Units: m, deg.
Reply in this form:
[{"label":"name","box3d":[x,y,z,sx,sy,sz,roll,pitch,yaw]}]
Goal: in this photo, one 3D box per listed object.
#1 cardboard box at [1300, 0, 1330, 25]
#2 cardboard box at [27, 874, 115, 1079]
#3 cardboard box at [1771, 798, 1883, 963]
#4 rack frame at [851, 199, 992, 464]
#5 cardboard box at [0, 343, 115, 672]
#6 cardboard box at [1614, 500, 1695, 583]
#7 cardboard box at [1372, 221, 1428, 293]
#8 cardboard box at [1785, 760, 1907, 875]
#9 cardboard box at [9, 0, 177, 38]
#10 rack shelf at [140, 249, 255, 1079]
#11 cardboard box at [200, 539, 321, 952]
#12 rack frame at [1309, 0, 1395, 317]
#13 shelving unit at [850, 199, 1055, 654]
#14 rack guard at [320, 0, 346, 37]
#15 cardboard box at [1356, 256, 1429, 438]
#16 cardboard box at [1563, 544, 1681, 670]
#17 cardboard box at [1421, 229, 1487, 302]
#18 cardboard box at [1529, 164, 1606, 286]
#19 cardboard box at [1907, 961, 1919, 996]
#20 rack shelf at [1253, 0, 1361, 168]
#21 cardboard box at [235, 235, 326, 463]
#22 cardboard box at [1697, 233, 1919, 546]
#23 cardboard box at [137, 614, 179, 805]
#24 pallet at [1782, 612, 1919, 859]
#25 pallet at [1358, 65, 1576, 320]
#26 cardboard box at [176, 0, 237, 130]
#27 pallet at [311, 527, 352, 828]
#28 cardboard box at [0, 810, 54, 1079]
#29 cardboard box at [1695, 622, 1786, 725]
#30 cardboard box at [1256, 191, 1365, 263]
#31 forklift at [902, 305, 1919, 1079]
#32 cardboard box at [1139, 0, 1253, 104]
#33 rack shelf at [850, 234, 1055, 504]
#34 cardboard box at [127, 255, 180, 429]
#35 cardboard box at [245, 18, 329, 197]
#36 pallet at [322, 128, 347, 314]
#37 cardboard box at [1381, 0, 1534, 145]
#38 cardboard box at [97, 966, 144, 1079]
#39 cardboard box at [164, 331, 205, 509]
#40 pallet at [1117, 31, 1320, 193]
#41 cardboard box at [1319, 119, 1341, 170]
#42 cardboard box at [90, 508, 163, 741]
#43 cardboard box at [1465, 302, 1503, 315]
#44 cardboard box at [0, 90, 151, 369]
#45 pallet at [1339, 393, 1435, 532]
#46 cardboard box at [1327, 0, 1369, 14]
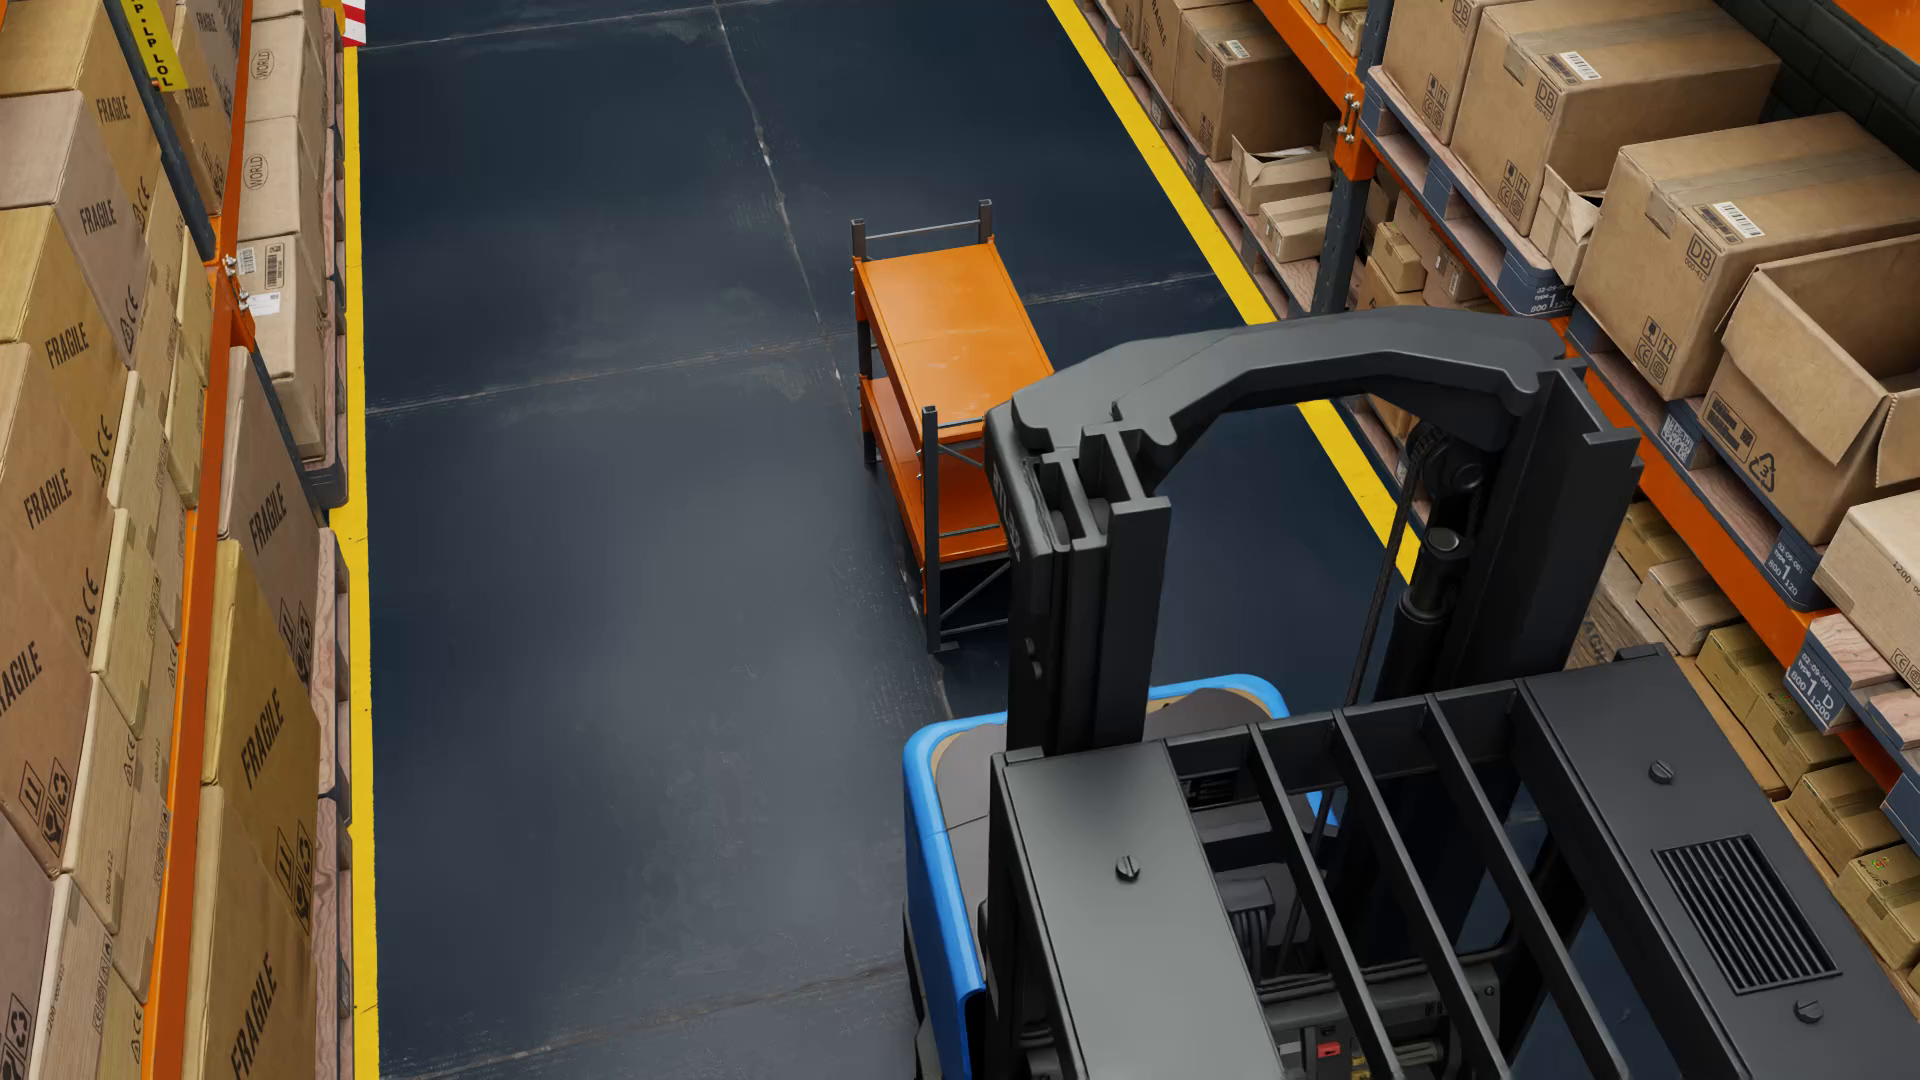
[{"label":"cardboard box","box3d":[1.523,-2.136,6.419,0.380,0.149,0.250,-10,46,-9]},{"label":"cardboard box","box3d":[-1.859,0.923,3.000,0.500,0.250,0.500,-10,46,-9]},{"label":"cardboard box","box3d":[2.527,1.016,4.611,0.500,0.500,0.500,-11,47,-11]},{"label":"rack frame","box3d":[-0.132,-0.749,6.197,0.500,1.125,0.032,-11,47,-10]},{"label":"cardboard box","box3d":[-2.106,-0.022,3.401,0.500,0.500,0.500,-10,46,-10]},{"label":"cardboard box","box3d":[2.264,-0.006,5.157,0.380,0.149,0.250,-11,47,-10]},{"label":"cardboard box","box3d":[1.771,-1.077,6.207,0.380,0.149,0.250,-9,46,-8]},{"label":"cardboard box","box3d":[2.465,0.721,4.445,0.380,0.149,0.250,-12,47,-12]},{"label":"cardboard box","box3d":[-2.748,-1.722,5.067,0.500,0.500,0.500,-10,46,-10]},{"label":"rack shelf","box3d":[-2.348,0.669,3.998,1.077,0.370,4.000,-11,47,-10]},{"label":"cardboard box","box3d":[-2.386,0.669,4.688,0.875,0.875,0.875,-9,46,-9]},{"label":"rack frame","box3d":[1.937,-1.874,5.986,1.000,3.000,0.127,-11,47,-10]},{"label":"shelving unit","box3d":[-0.002,-0.398,5.853,0.538,1.125,1.048,-11,47,-10]},{"label":"rack guard","box3d":[-3.891,-2.867,8.710,1.175,0.500,0.348,-11,47,-10]},{"label":"cardboard box","box3d":[1.843,-0.771,6.361,0.500,0.500,0.500,-9,46,-9]},{"label":"cardboard box","box3d":[2.239,0.300,5.312,0.500,0.500,0.500,-12,47,-12]},{"label":"cardboard box","box3d":[1.884,-1.010,5.933,0.380,0.149,0.250,-13,47,-12]},{"label":"cardboard box","box3d":[1.922,-0.944,4.875,0.396,0.266,0.258,-9,46,-8]},{"label":"cardboard box","box3d":[2.590,1.094,4.080,0.380,0.149,0.250,-13,47,-12]},{"label":"rack shelf","box3d":[1.425,-3.003,7.596,1.077,0.370,4.000,-11,47,-10]},{"label":"cardboard box","box3d":[-2.917,-0.667,6.303,0.875,0.438,0.875,-11,47,-11]},{"label":"cardboard box","box3d":[2.364,-0.389,4.164,0.797,0.503,0.637,-12,47,-11]},{"label":"cardboard box","box3d":[-2.125,0.412,3.851,0.500,0.250,0.500,-11,47,-10]},{"label":"pallet","box3d":[2.719,0.500,3.794,1.213,0.211,1.003,-11,47,-10]},{"label":"pallet","box3d":[2.036,-1.235,5.495,1.003,0.211,1.213,-11,47,-10]},{"label":"cardboard box","box3d":[-2.852,-1.719,5.764,0.500,0.500,0.500,-10,47,-10]},{"label":"pallet","box3d":[-2.590,0.531,5.582,1.003,0.211,1.213,-11,47,-10]},{"label":"cardboard box","box3d":[-1.863,0.687,2.706,0.500,0.500,0.500,-11,47,-10]},{"label":"cardboard box","box3d":[2.377,0.359,4.800,0.380,0.149,0.250,-11,47,-11]},{"label":"cardboard box","box3d":[1.510,-1.354,7.179,0.380,0.149,0.250,-12,47,-12]},{"label":"forklift","box3d":[0.637,1.170,3.051,1.130,2.935,3.031,-8,46,-8]},{"label":"cardboard box","box3d":[1.198,-2.487,8.044,0.500,0.500,0.500,-10,46,-10]},{"label":"rack shelf","box3d":[-0.002,-0.603,5.644,0.538,0.278,1.000,-11,47,-10]},{"label":"cardboard box","box3d":[-2.377,-0.483,4.378,0.500,0.250,0.500,-10,46,-9]},{"label":"cardboard box","box3d":[-3.376,-1.908,7.519,0.875,0.438,0.875,-10,46,-9]},{"label":"pallet","box3d":[-3.295,-1.371,7.446,1.003,0.211,1.213,-11,47,-10]},{"label":"cardboard box","box3d":[1.844,-1.681,5.433,0.700,0.500,0.500,-10,46,-9]},{"label":"cardboard box","box3d":[-1.867,1.115,3.162,0.500,0.250,0.500,-12,47,-11]},{"label":"cardboard box","box3d":[-2.373,-0.296,4.545,0.500,0.250,0.500,-11,47,-11]},{"label":"pallet","box3d":[1.446,-2.216,8.274,1.003,0.211,1.213,-11,47,-10]},{"label":"cardboard box","box3d":[1.885,-1.822,7.637,0.380,0.149,0.250,-11,47,-11]},{"label":"cardboard box","box3d":[-2.091,0.224,3.685,0.500,0.250,0.500,-10,46,-10]},{"label":"cardboard box","box3d":[1.994,-0.724,5.862,0.380,0.149,0.250,-13,47,-12]},{"label":"cardboard box","box3d":[-2.364,-0.730,4.095,0.500,0.500,0.500,-10,46,-10]},{"label":"pallet","box3d":[2.182,-0.343,6.439,1.003,0.211,1.213,-11,47,-10]},{"label":"cardboard box","box3d":[1.571,-2.232,6.234,0.500,0.250,0.500,-10,46,-9]}]
